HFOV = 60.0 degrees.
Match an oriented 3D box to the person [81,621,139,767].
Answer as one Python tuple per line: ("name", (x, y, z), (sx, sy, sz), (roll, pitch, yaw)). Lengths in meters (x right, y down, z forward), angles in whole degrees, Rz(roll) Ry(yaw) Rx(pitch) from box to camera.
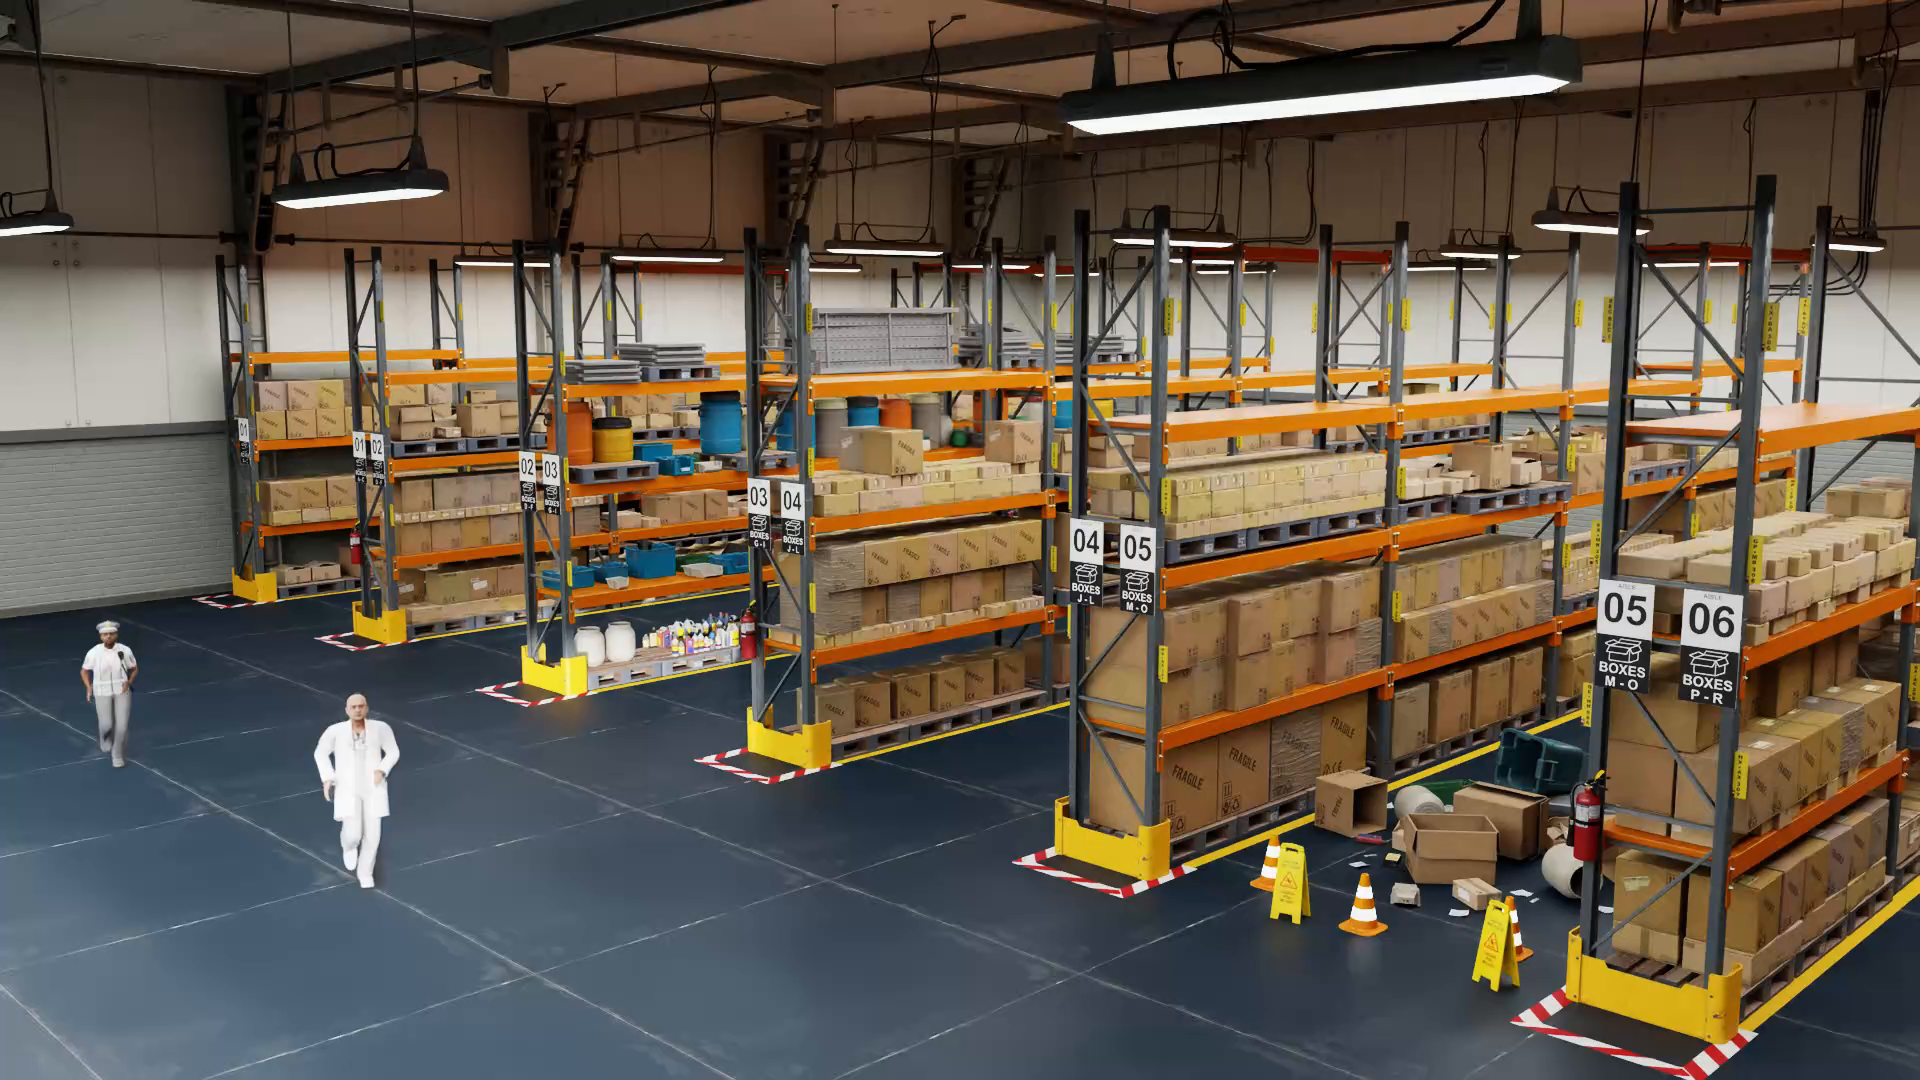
("person", (-9.513, 1.722, 18.656), (0.575, 1.657, 0.559), (-5, 9, -30))

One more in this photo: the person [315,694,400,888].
("person", (-5.335, 2.228, 14.793), (0.708, 1.730, 0.635), (-4, 9, -24))
